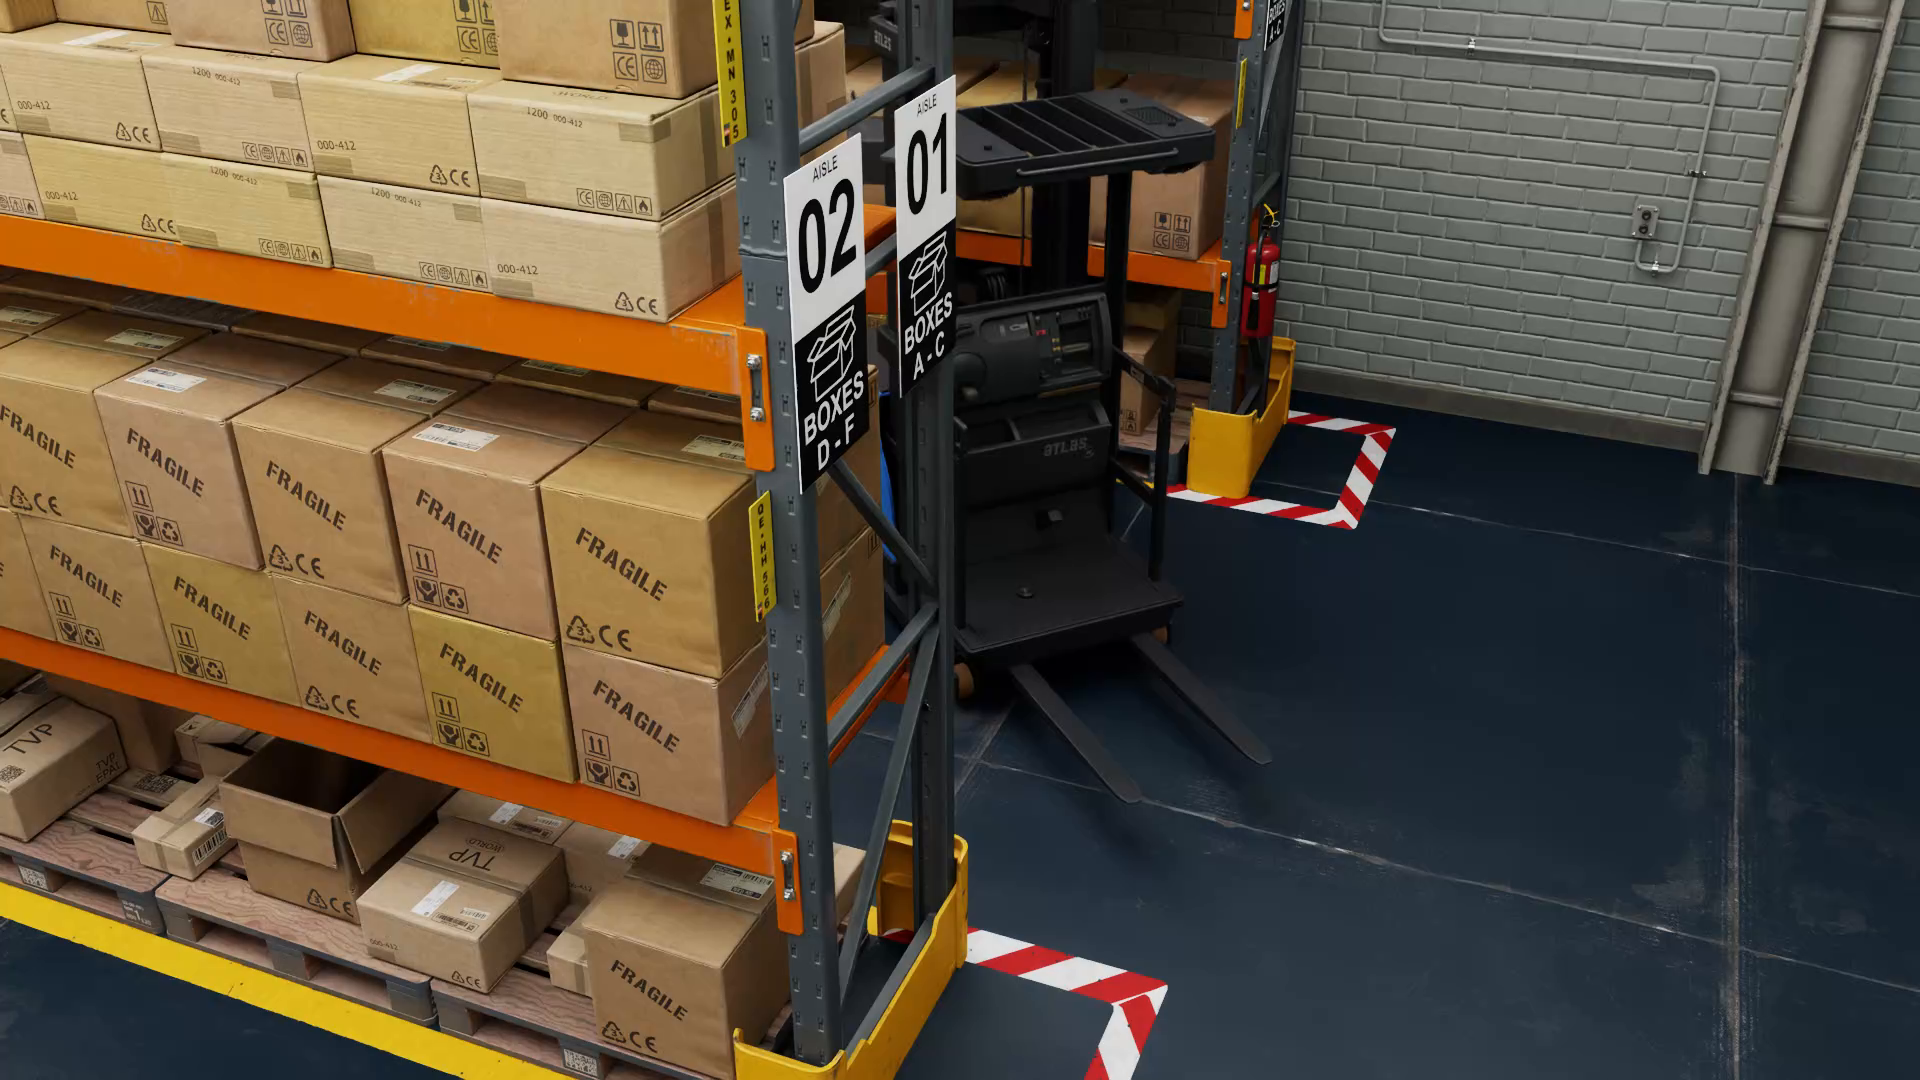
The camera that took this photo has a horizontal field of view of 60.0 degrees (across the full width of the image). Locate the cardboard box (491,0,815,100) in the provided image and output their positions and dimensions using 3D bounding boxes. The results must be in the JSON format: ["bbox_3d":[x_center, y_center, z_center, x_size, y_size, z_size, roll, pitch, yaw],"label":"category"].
[{"bbox_3d":[-0.744,-1.437,4.078,0.500,0.500,0.700,11,31,19],"label":"cardboard box"}]

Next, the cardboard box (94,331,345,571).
[{"bbox_3d":[-2.204,-0.283,5.084,0.500,0.500,0.500,12,32,21],"label":"cardboard box"}]

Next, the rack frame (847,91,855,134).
[{"bbox_3d":[-0.571,-1.306,8.926,0.015,2.100,0.400,3,30,6],"label":"rack frame"}]

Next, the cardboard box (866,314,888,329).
[{"bbox_3d":[-0.516,-1.283,10.086,0.500,0.500,0.700,12,32,20],"label":"cardboard box"}]

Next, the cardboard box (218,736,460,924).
[{"bbox_3d":[-2.225,0.936,6.136,0.637,0.503,0.797,11,31,19],"label":"cardboard box"}]

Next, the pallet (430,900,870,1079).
[{"bbox_3d":[-1.071,1.488,5.903,1.213,0.211,1.003,11,31,19],"label":"pallet"}]

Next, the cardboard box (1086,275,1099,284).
[{"bbox_3d":[0.633,-1.447,9.715,0.250,0.149,0.380,11,31,19],"label":"cardboard box"}]

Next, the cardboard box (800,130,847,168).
[{"bbox_3d":[-0.642,-1.016,4.604,0.500,0.250,0.500,11,31,19],"label":"cardboard box"}]

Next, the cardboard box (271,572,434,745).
[{"bbox_3d":[-1.721,0.244,5.169,0.500,0.500,0.500,12,31,20],"label":"cardboard box"}]

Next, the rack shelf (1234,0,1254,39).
[{"bbox_3d":[-0.256,-3.187,9.023,4.000,0.370,1.077,11,31,19],"label":"rack shelf"}]

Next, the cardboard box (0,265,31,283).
[{"bbox_3d":[-3.402,-0.808,6.014,0.500,0.500,0.500,11,31,19],"label":"cardboard box"}]

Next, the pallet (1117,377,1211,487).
[{"bbox_3d":[0.827,-0.722,9.814,1.213,0.211,1.003,11,31,19],"label":"pallet"}]

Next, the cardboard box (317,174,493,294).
[{"bbox_3d":[-1.296,-0.878,4.358,0.500,0.250,0.500,11,31,19],"label":"cardboard box"}]

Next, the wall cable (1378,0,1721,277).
[{"bbox_3d":[3.140,-2.461,9.023,1.851,1.984,0.084,11,31,19],"label":"wall cable"}]

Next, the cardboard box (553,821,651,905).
[{"bbox_3d":[-1.122,1.118,6.071,0.500,0.250,0.500,11,31,19],"label":"cardboard box"}]

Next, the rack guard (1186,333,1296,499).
[{"bbox_3d":[1.620,-0.732,9.536,0.348,0.500,1.175,11,31,19],"label":"rack guard"}]

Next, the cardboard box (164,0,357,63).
[{"bbox_3d":[-1.679,-1.612,4.387,0.500,0.500,0.700,11,31,19],"label":"cardboard box"}]

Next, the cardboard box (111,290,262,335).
[{"bbox_3d":[-2.459,-0.621,5.683,0.500,0.500,0.500,12,31,20],"label":"cardboard box"}]

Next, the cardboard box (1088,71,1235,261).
[{"bbox_3d":[1.121,-2.045,9.014,0.700,0.700,0.980,13,32,21],"label":"cardboard box"}]

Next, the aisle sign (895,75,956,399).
[{"bbox_3d":[-0.088,-0.818,4.507,0.004,0.787,0.394,11,31,19],"label":"aisle sign"}]

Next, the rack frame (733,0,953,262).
[{"bbox_3d":[-0.261,-2.177,3.456,0.127,3.000,1.000,11,31,19],"label":"rack frame"}]

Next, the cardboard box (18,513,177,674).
[{"bbox_3d":[-2.660,0.057,5.499,0.500,0.500,0.500,11,31,19],"label":"cardboard box"}]

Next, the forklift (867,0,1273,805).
[{"bbox_3d":[0.338,-0.800,7.187,1.130,2.935,3.031,-13,32,-21],"label":"forklift"}]

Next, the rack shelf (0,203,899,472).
[{"bbox_3d":[-2.115,-0.928,5.025,4.000,0.370,1.077,11,31,19],"label":"rack shelf"}]

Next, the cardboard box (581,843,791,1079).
[{"bbox_3d":[-0.858,1.344,5.418,0.500,0.500,0.500,11,31,19],"label":"cardboard box"}]

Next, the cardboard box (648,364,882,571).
[{"bbox_3d":[-0.574,-0.246,5.019,0.500,0.500,0.500,12,32,21],"label":"cardboard box"}]

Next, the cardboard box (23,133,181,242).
[{"bbox_3d":[-2.221,-1.064,4.688,0.500,0.250,0.500,11,31,19],"label":"cardboard box"}]

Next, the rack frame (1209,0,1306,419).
[{"bbox_3d":[1.598,-1.824,8.929,0.127,3.000,1.000,11,31,19],"label":"rack frame"}]

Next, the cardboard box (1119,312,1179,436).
[{"bbox_3d":[0.911,-1.003,9.589,0.500,0.500,0.700,11,31,19],"label":"cardboard box"}]

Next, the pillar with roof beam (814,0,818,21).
[{"bbox_3d":[-2.754,-3.478,5.758,0.400,9.000,9.100,11,31,19],"label":"pillar with roof beam"}]

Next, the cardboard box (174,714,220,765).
[{"bbox_3d":[-2.963,0.763,6.802,0.250,0.149,0.380,11,31,19],"label":"cardboard box"}]

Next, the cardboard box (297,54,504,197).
[{"bbox_3d":[-1.297,-1.094,4.233,0.500,0.250,0.500,11,31,19],"label":"cardboard box"}]

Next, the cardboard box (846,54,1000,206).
[{"bbox_3d":[-0.260,-2.319,9.500,0.700,0.700,0.980,10,31,17],"label":"cardboard box"}]

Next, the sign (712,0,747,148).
[{"bbox_3d":[-0.489,-1.007,3.535,0.005,0.325,0.100,11,31,19],"label":"sign"}]

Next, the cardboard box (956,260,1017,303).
[{"bbox_3d":[0.165,-1.540,9.880,0.250,0.149,0.380,12,32,20],"label":"cardboard box"}]

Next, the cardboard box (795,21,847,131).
[{"bbox_3d":[-0.640,-1.237,4.486,0.500,0.250,0.500,11,31,19],"label":"cardboard box"}]

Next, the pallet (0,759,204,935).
[{"bbox_3d":[-3.332,1.037,6.702,1.213,0.211,1.003,11,31,19],"label":"pallet"}]

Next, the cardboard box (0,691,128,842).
[{"bbox_3d":[-3.660,0.850,6.482,0.500,0.311,0.500,11,31,19],"label":"cardboard box"}]

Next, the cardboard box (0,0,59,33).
[{"bbox_3d":[-2.627,-1.770,4.667,0.500,0.500,0.700,11,31,19],"label":"cardboard box"}]

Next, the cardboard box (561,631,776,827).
[{"bbox_3d":[-0.779,0.433,4.834,0.500,0.500,0.500,12,32,21],"label":"cardboard box"}]

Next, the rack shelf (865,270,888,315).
[{"bbox_3d":[-0.329,-1.280,8.909,0.480,0.518,0.431,3,30,6],"label":"rack shelf"}]

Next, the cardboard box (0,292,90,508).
[{"bbox_3d":[-3.159,-0.473,5.421,0.500,0.500,0.500,10,31,18],"label":"cardboard box"}]

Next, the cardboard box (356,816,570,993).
[{"bbox_3d":[-1.727,1.263,5.814,0.500,0.250,0.500,11,31,19],"label":"cardboard box"}]

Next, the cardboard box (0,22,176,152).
[{"bbox_3d":[-2.224,-1.278,4.558,0.500,0.250,0.500,11,31,19],"label":"cardboard box"}]

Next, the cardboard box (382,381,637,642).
[{"bbox_3d":[-1.246,-0.094,4.750,0.500,0.500,0.500,12,32,20],"label":"cardboard box"}]

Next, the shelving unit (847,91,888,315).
[{"bbox_3d":[-0.329,-1.292,8.903,0.503,2.100,0.431,3,30,6],"label":"shelving unit"}]

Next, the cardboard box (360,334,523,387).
[{"bbox_3d":[-1.523,-0.434,5.352,0.500,0.500,0.500,12,32,20],"label":"cardboard box"}]
